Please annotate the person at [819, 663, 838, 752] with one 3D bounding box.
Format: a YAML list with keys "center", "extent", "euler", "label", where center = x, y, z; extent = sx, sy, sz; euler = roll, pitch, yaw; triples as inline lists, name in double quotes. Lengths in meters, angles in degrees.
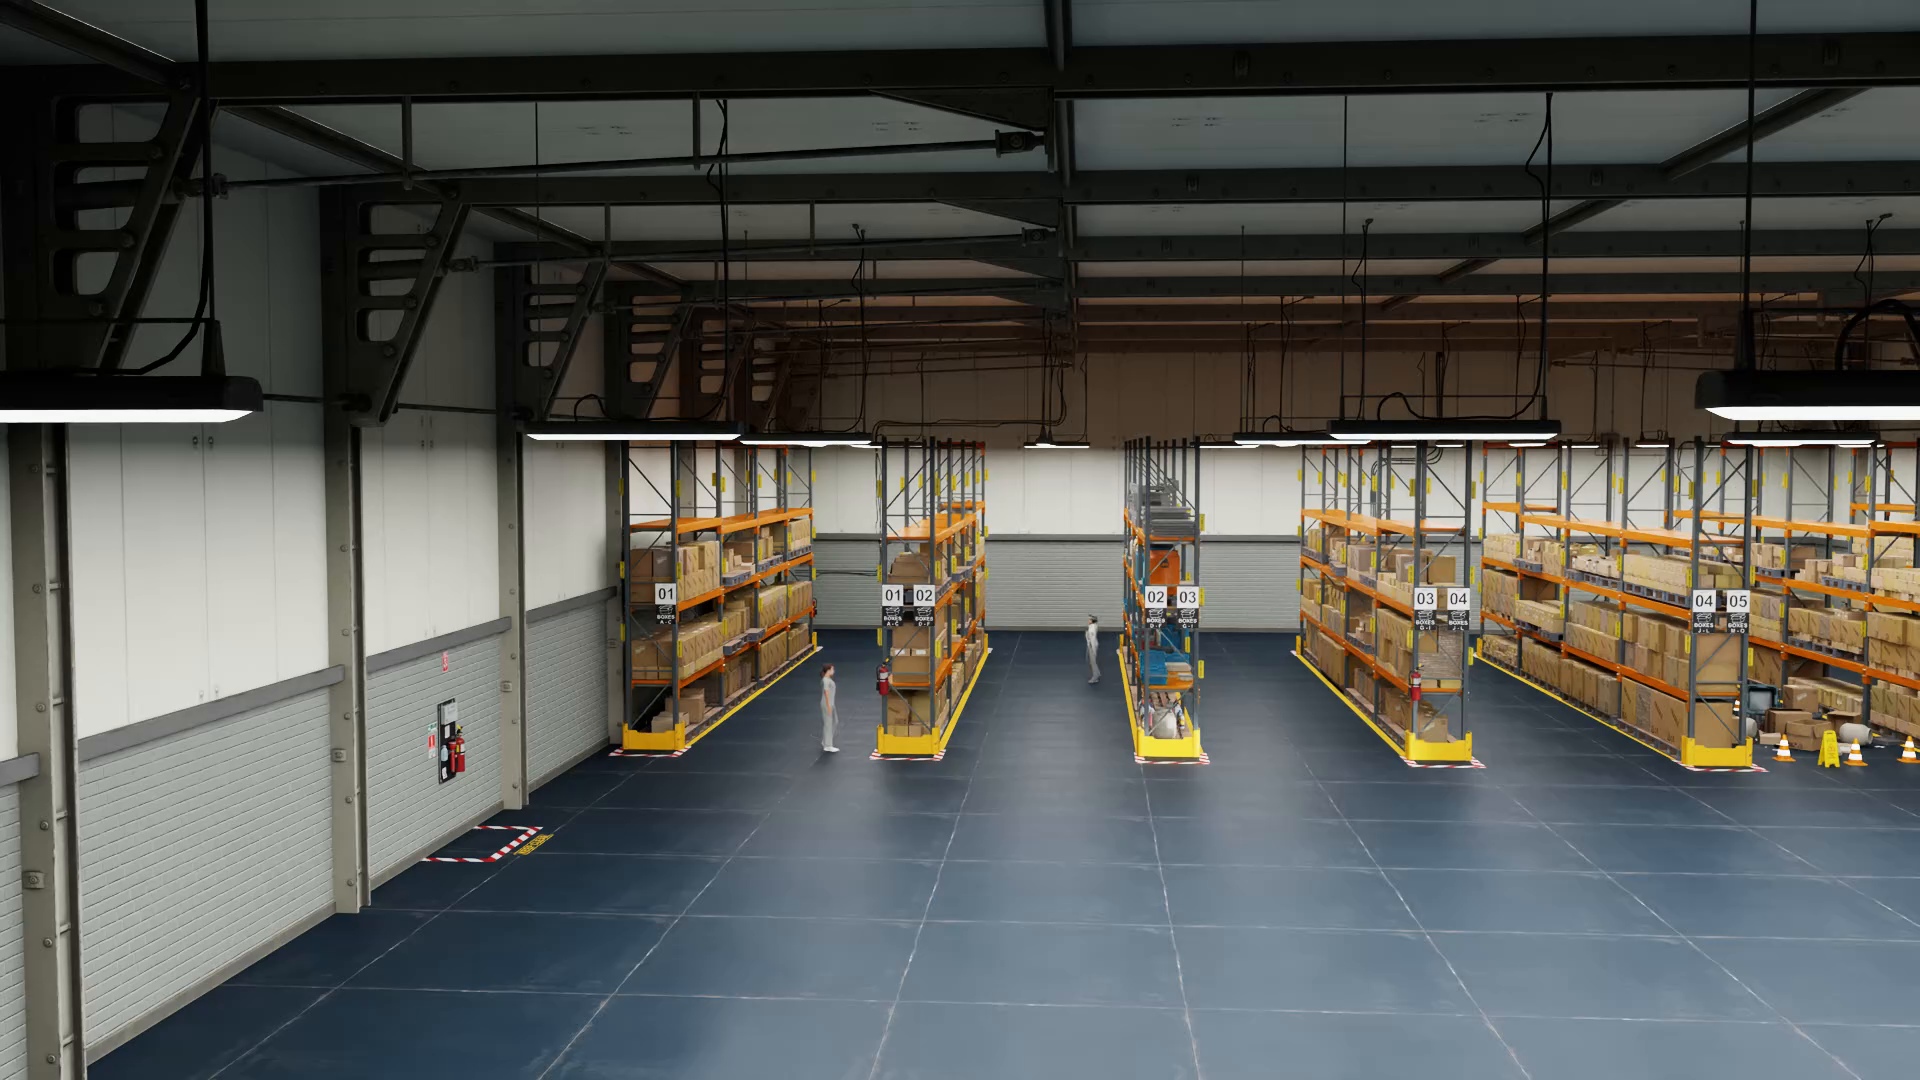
- center: [-2.507, 3.214, 31.806]
  extent: [0.374, 1.733, 0.497]
  euler: [0, 3, 0]
  label: "person"

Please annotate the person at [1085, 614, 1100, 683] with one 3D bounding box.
- center: [3.285, 2.676, 41.159]
  extent: [0.392, 1.699, 0.550]
  euler: [0, 3, 6]
  label: "person"
